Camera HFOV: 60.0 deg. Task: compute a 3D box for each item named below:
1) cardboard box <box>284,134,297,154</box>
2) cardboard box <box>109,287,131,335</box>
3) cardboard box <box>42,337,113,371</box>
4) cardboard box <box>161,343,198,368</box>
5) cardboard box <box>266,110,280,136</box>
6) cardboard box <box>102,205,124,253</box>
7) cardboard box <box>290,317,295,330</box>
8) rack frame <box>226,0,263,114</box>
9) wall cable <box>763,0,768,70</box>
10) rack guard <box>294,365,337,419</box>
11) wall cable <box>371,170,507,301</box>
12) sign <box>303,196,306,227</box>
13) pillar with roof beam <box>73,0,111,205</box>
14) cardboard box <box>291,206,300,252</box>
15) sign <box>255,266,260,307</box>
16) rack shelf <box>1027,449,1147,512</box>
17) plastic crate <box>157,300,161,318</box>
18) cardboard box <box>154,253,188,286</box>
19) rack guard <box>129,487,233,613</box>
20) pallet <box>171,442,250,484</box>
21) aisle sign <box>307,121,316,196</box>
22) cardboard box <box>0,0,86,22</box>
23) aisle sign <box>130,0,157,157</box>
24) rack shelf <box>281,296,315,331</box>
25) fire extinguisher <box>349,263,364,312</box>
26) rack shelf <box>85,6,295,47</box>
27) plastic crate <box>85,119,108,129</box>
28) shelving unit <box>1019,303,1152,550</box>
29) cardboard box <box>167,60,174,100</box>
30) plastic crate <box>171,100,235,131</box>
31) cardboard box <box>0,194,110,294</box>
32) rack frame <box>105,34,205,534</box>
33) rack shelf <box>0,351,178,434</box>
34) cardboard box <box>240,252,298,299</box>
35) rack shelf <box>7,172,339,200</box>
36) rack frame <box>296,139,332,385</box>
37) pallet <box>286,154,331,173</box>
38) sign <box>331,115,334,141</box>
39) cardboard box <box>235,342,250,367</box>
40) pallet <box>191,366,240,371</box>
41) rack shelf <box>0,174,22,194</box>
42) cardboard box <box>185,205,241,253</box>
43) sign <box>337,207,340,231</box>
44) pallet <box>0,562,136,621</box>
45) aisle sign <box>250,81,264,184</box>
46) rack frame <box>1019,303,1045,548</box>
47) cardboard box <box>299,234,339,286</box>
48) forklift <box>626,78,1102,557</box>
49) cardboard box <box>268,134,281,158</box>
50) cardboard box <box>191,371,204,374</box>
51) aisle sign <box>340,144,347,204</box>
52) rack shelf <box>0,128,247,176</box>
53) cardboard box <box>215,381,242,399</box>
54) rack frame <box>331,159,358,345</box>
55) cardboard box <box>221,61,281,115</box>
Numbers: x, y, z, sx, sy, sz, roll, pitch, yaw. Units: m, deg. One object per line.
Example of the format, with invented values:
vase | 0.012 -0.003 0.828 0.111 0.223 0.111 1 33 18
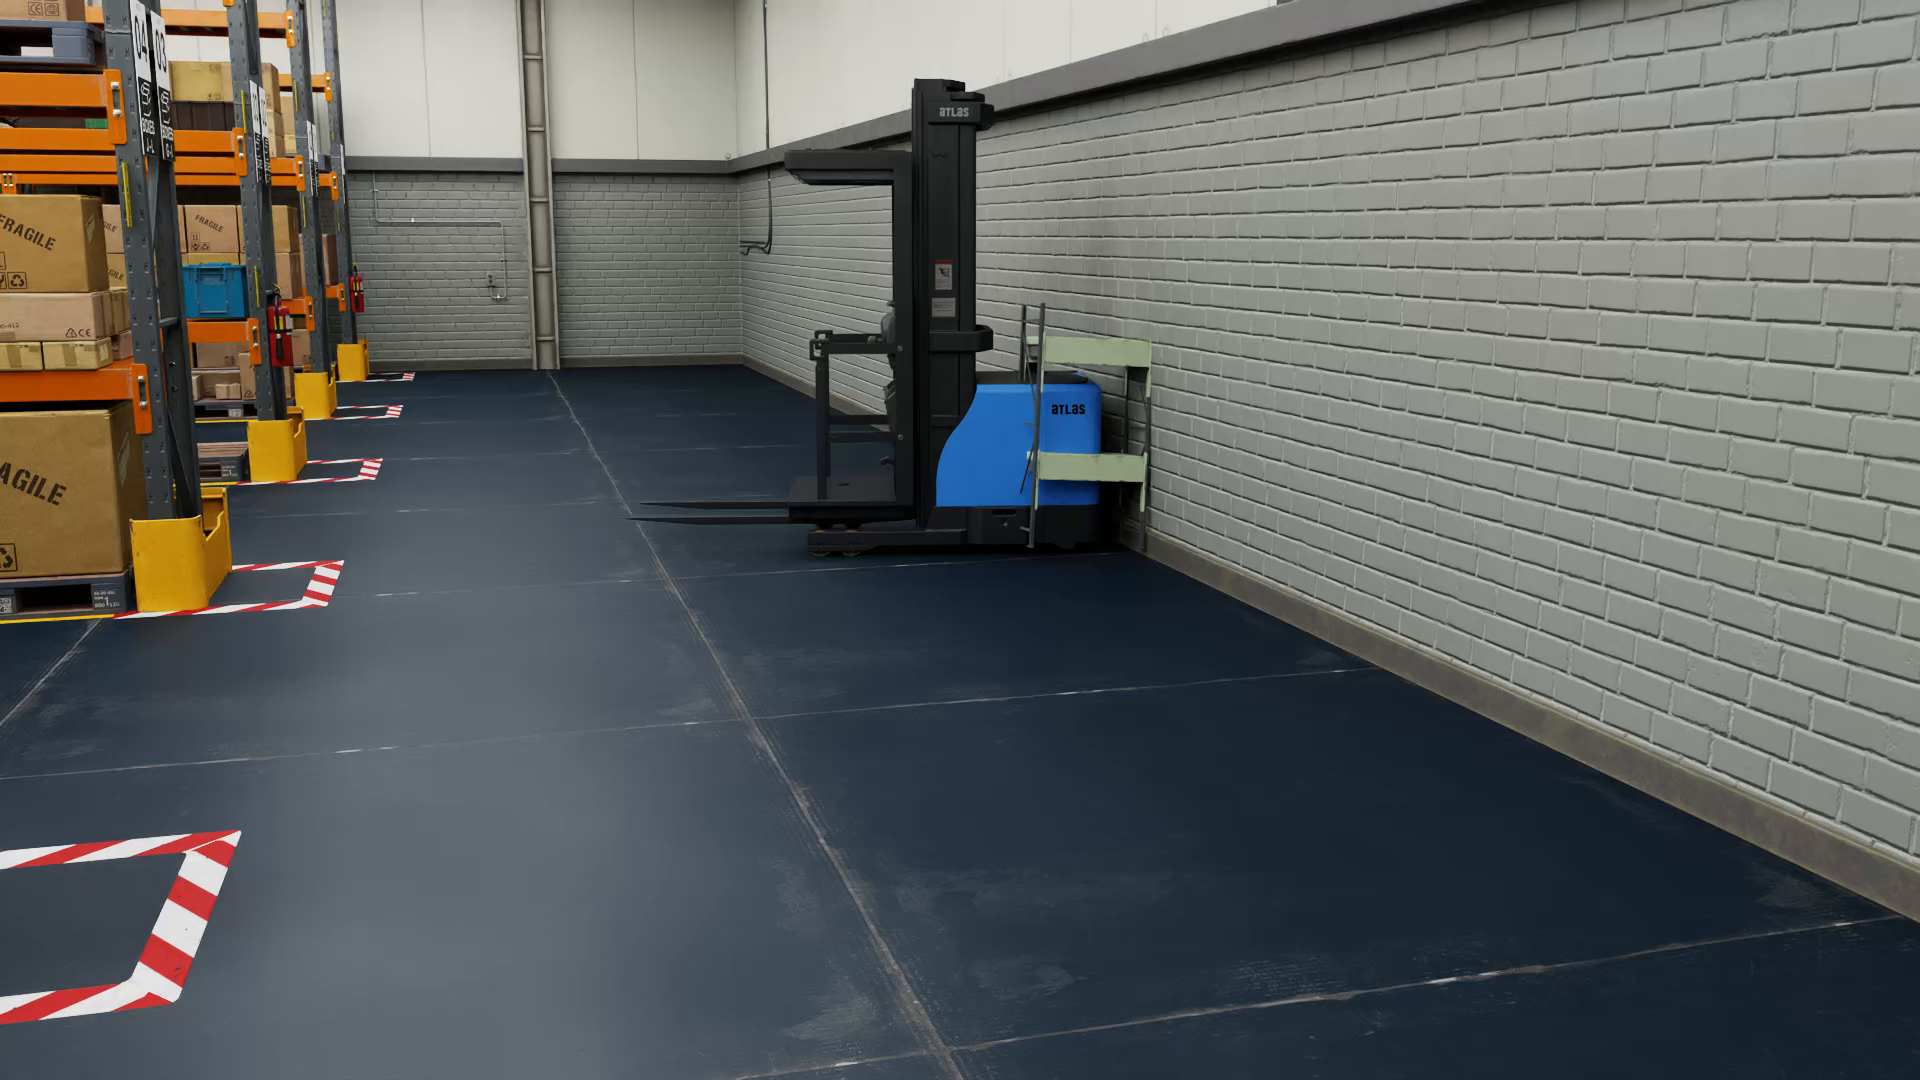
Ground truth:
cardboard box | -9.220 -5.348 22.505 0.500 0.250 0.500 -3 11 -14
cardboard box | -4.974 -1.286 9.339 0.500 0.250 0.500 -3 11 -17
cardboard box | -4.688 -0.992 8.844 0.250 0.149 0.380 -3 11 -15
cardboard box | -10.708 -2.619 22.733 0.500 0.500 0.700 -3 11 -15
cardboard box | -7.625 -4.490 17.900 0.500 0.250 0.500 -3 11 -16
cardboard box | -9.028 -3.305 17.676 0.500 0.500 0.500 -3 11 -14
cardboard box | -9.308 -2.979 22.897 0.250 0.149 0.380 -3 11 -17
rack frame | -5.822 -5.002 13.364 0.127 3.000 1.000 -3 11 -16
wall cable | -2.305 -7.435 21.205 0.112 2.526 3.097 -3 11 -16
rack guard | -7.276 -1.680 18.791 0.348 0.500 1.175 -3 11 -16
wall cable | -7.626 -4.503 24.415 1.851 1.984 0.084 -3 11 -16
sign | -7.067 -3.540 17.922 0.005 0.325 0.100 -3 11 -16
pillar with roof beam | -10.798 -5.959 18.563 0.400 9.000 9.100 -3 11 -16
cardboard box | -7.703 -3.477 18.613 0.500 0.500 0.500 -3 11 -14
sign | -5.653 -2.037 13.377 0.005 0.325 0.100 -3 11 -16
rack shelf | 0.761 -0.388 10.502 0.720 0.370 0.431 1 6 -16
plastic crate | -6.554 -1.879 13.530 0.243 0.136 0.396 -3 11 -16
cardboard box | -8.535 -2.841 17.918 0.500 0.500 0.500 -3 11 -15
rack guard | -4.415 0.037 9.463 0.348 0.500 1.175 -3 11 -16
pallet | -6.625 -0.645 13.969 1.213 0.211 1.003 -3 11 -16
aisle sign | -7.052 -4.142 18.079 0.004 0.787 0.394 -3 11 -16
cardboard box | -4.922 -2.935 8.709 0.500 0.500 0.700 -4 11 -19
aisle sign | -4.285 -2.421 8.731 0.004 0.787 0.394 -3 11 -16
rack shelf | -9.123 -2.458 18.100 4.000 0.370 1.077 -3 11 -16
fire extinguisher | -8.317 -3.480 22.908 0.183 0.674 0.296 -3 11 -16
rack shelf | -9.123 -5.407 17.558 4.000 0.370 1.077 -3 11 -16
plastic crate | -6.689 -3.323 13.114 0.336 0.188 0.450 -3 11 -16
shelving unit | 0.775 -0.712 10.470 0.755 1.500 0.431 1 6 -16
cardboard box | -8.646 -4.846 17.761 0.500 0.500 0.700 -3 11 -16
plastic crate | -6.270 -3.492 13.804 0.590 0.269 0.497 -3 11 -16
cardboard box | -4.832 -1.562 8.766 0.500 0.500 0.500 -3 11 -15
rack frame | -4.438 -1.191 9.230 0.127 3.000 1.000 -3 11 -16
rack shelf | -6.358 -0.736 8.745 4.000 0.370 1.077 -3 11 -16
cardboard box | -7.557 -2.892 18.196 0.500 0.500 0.500 -3 11 -14
rack shelf | -10.511 -4.794 22.506 4.000 0.370 1.077 -3 11 -16
rack frame | -7.203 -2.913 18.585 0.127 3.000 1.000 -3 11 -16
pallet | -9.301 -5.166 22.784 1.213 0.211 1.003 -3 11 -16
sign | -8.453 -5.551 22.401 0.005 0.325 0.100 -3 11 -16
cardboard box | -9.716 -2.673 23.026 0.500 0.500 0.700 -3 11 -16
pallet | -10.506 -2.287 22.889 1.213 0.211 1.003 -3 11 -16
rack shelf | -14.352 -4.592 21.406 4.000 0.370 1.077 -3 11 -16
cardboard box | -8.038 -3.358 17.964 0.500 0.500 0.500 -3 11 -14
sign | -8.453 -4.365 22.619 0.005 0.325 0.100 -3 11 -16
pallet | -5.184 0.235 9.189 1.213 0.211 1.003 -3 11 -16
aisle sign | -5.671 -3.283 13.415 0.004 0.787 0.394 -3 11 -16
rack frame | 0.423 -0.717 10.369 0.023 1.500 0.400 1 6 -16
cardboard box | -9.078 -3.894 23.085 0.700 0.700 0.980 -3 11 -13
forklift | -0.628 -1.436 10.749 3.031 2.935 1.130 -1 10 -3
cardboard box | -7.623 -4.243 17.937 0.500 0.250 0.500 -3 11 -16
cardboard box | -8.765 -1.748 18.638 0.500 0.250 0.500 -3 11 -16
aisle sign | -8.438 -5.004 22.763 0.004 0.787 0.394 -3 11 -16
rack shelf | -7.742 -3.072 13.151 4.000 0.370 1.077 -3 11 -16
cardboard box | -8.070 -1.661 18.393 0.250 0.166 0.380 -3 11 -16
rack frame | -8.591 -3.774 23.262 0.127 3.000 1.000 -3 11 -16
cardboard box | -7.692 -4.900 18.057 0.500 0.500 0.700 -3 11 -16
